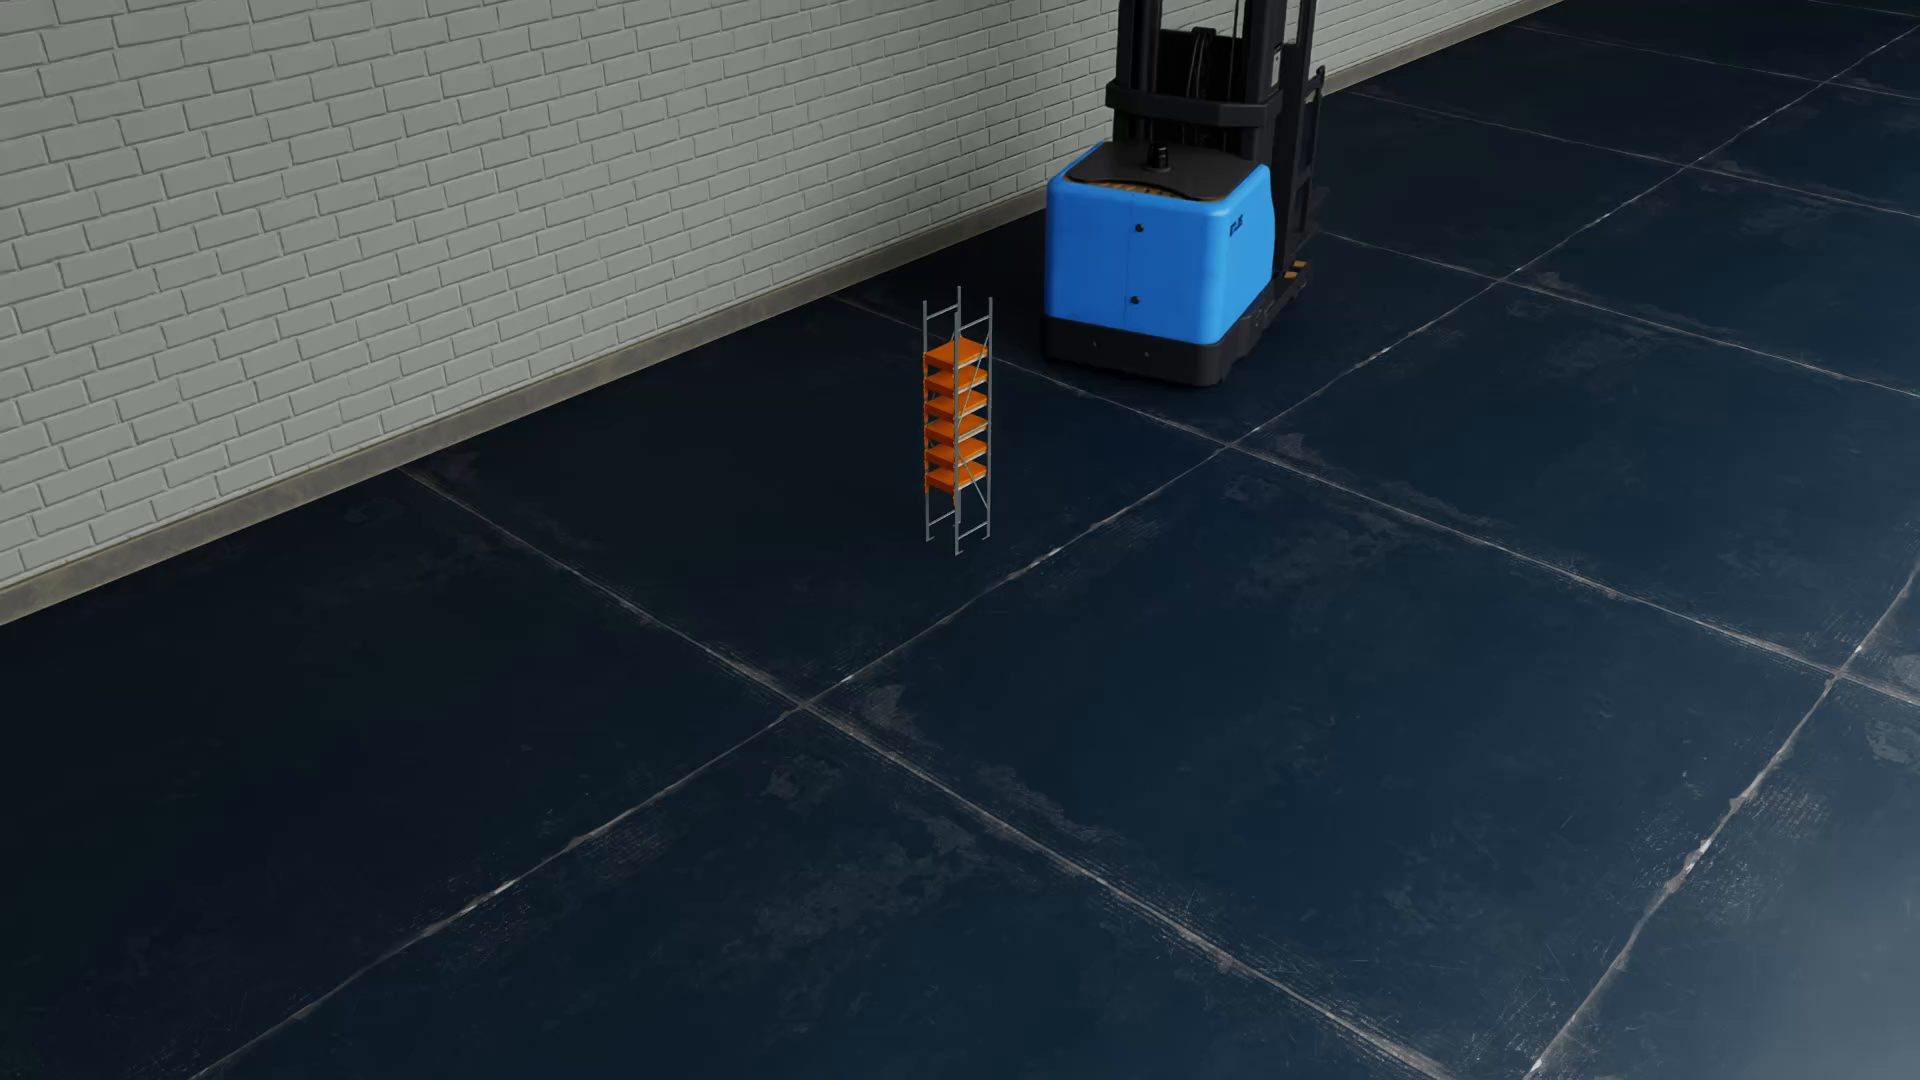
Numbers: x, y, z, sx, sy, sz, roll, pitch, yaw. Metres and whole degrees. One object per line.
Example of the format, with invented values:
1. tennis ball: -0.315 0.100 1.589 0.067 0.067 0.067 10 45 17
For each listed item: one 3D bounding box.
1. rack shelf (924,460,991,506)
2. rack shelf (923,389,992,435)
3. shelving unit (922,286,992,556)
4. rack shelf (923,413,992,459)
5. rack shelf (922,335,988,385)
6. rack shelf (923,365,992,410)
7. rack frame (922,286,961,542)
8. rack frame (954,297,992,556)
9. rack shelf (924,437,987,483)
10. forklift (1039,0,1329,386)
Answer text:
1. rack shelf: -0.011 -0.275 7.596 0.180 0.103 0.258 25 39 35
2. rack shelf: -0.011 -0.584 7.410 0.180 0.103 0.258 25 39 35
3. shelving unit: -0.011 -0.519 7.449 0.189 1.200 0.258 25 39 35
4. rack shelf: -0.011 -0.481 7.472 0.180 0.103 0.258 25 39 35
5. rack shelf: -0.011 -0.789 7.286 0.180 0.103 0.258 25 39 35
6. rack shelf: -0.011 -0.687 7.348 0.180 0.103 0.258 25 39 35
7. rack frame: -0.079 -0.551 7.501 0.006 1.200 0.240 25 39 35
8. rack frame: 0.057 -0.487 7.396 0.006 1.200 0.240 25 39 35
9. rack shelf: -0.011 -0.378 7.534 0.180 0.103 0.258 25 39 35
10. forklift: 1.542 -2.826 9.603 1.130 2.935 3.031 14 34 22
